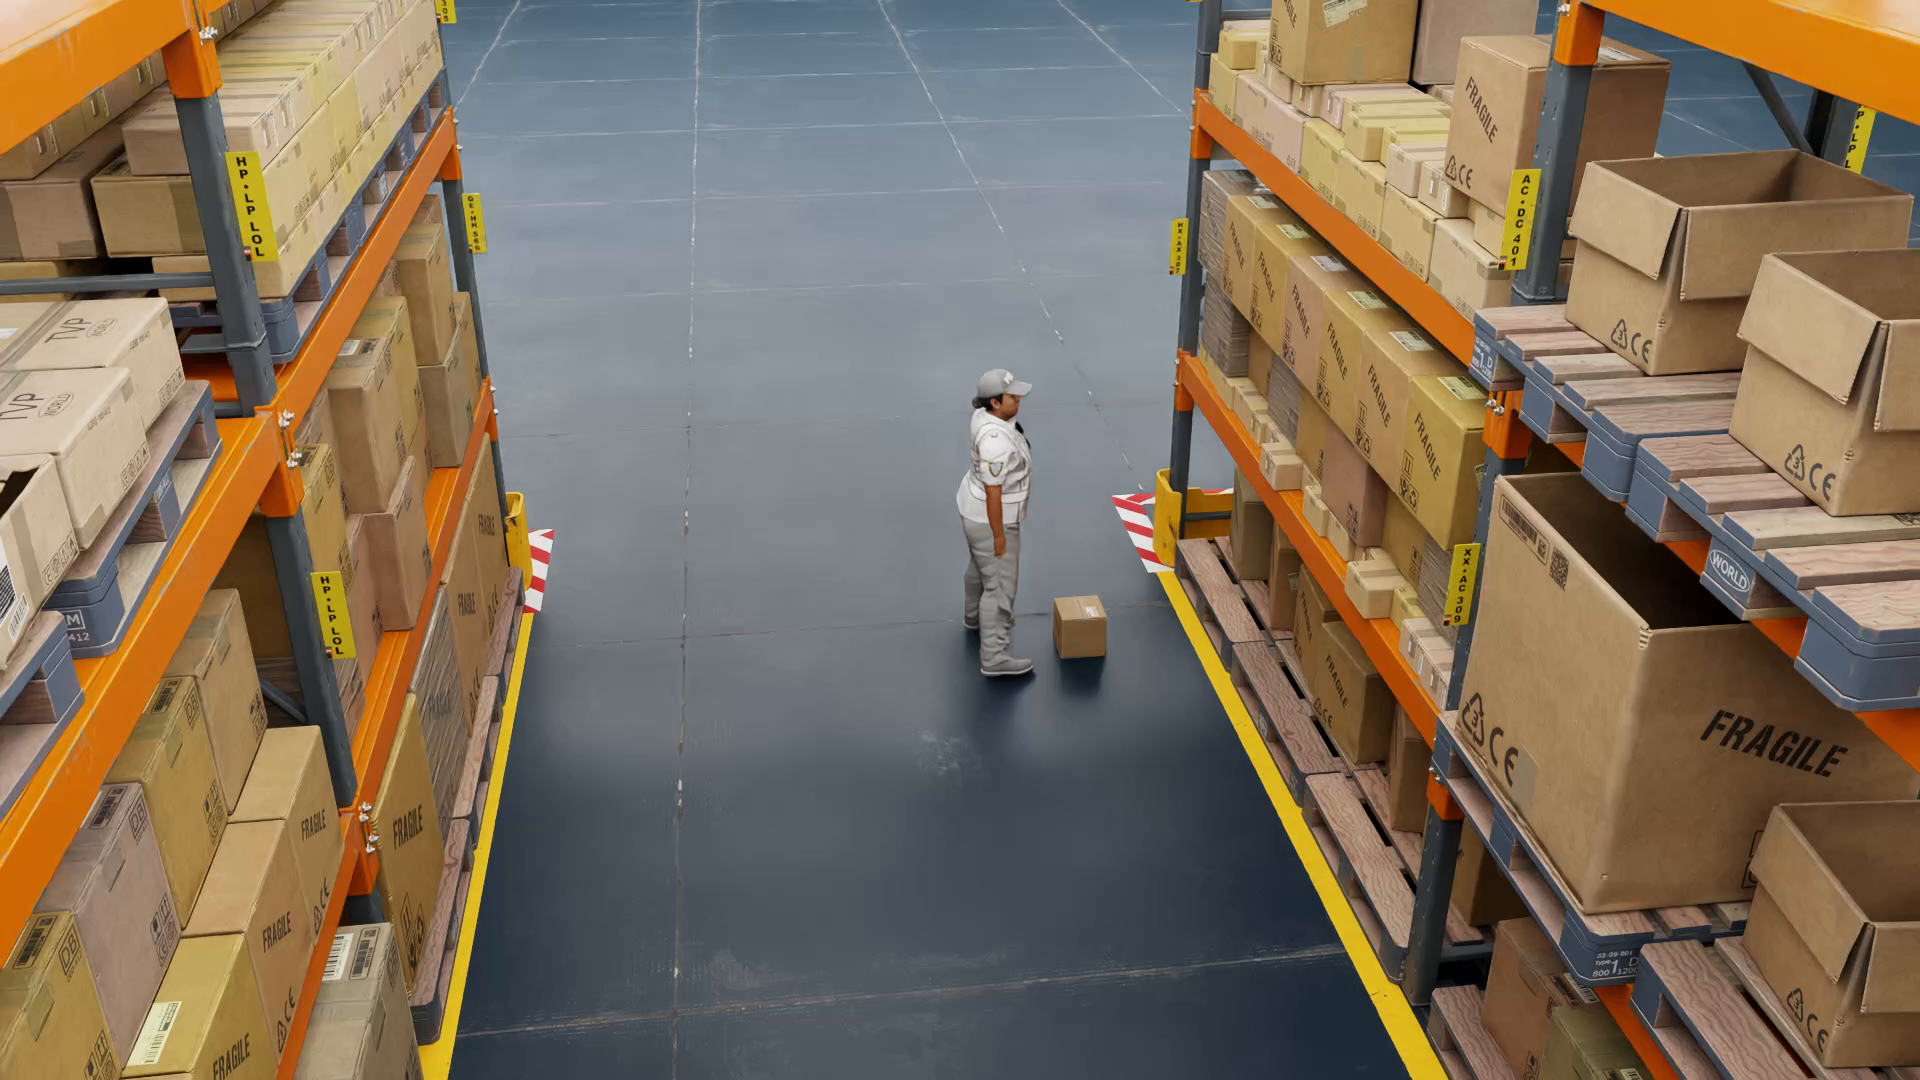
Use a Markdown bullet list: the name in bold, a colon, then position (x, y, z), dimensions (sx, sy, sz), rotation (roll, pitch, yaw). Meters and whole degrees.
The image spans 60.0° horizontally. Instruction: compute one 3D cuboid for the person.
- **person**: position (0.189, -0.126, 8.851), dimensions (0.404, 1.670, 0.646), rotation (-3, 27, -5)
